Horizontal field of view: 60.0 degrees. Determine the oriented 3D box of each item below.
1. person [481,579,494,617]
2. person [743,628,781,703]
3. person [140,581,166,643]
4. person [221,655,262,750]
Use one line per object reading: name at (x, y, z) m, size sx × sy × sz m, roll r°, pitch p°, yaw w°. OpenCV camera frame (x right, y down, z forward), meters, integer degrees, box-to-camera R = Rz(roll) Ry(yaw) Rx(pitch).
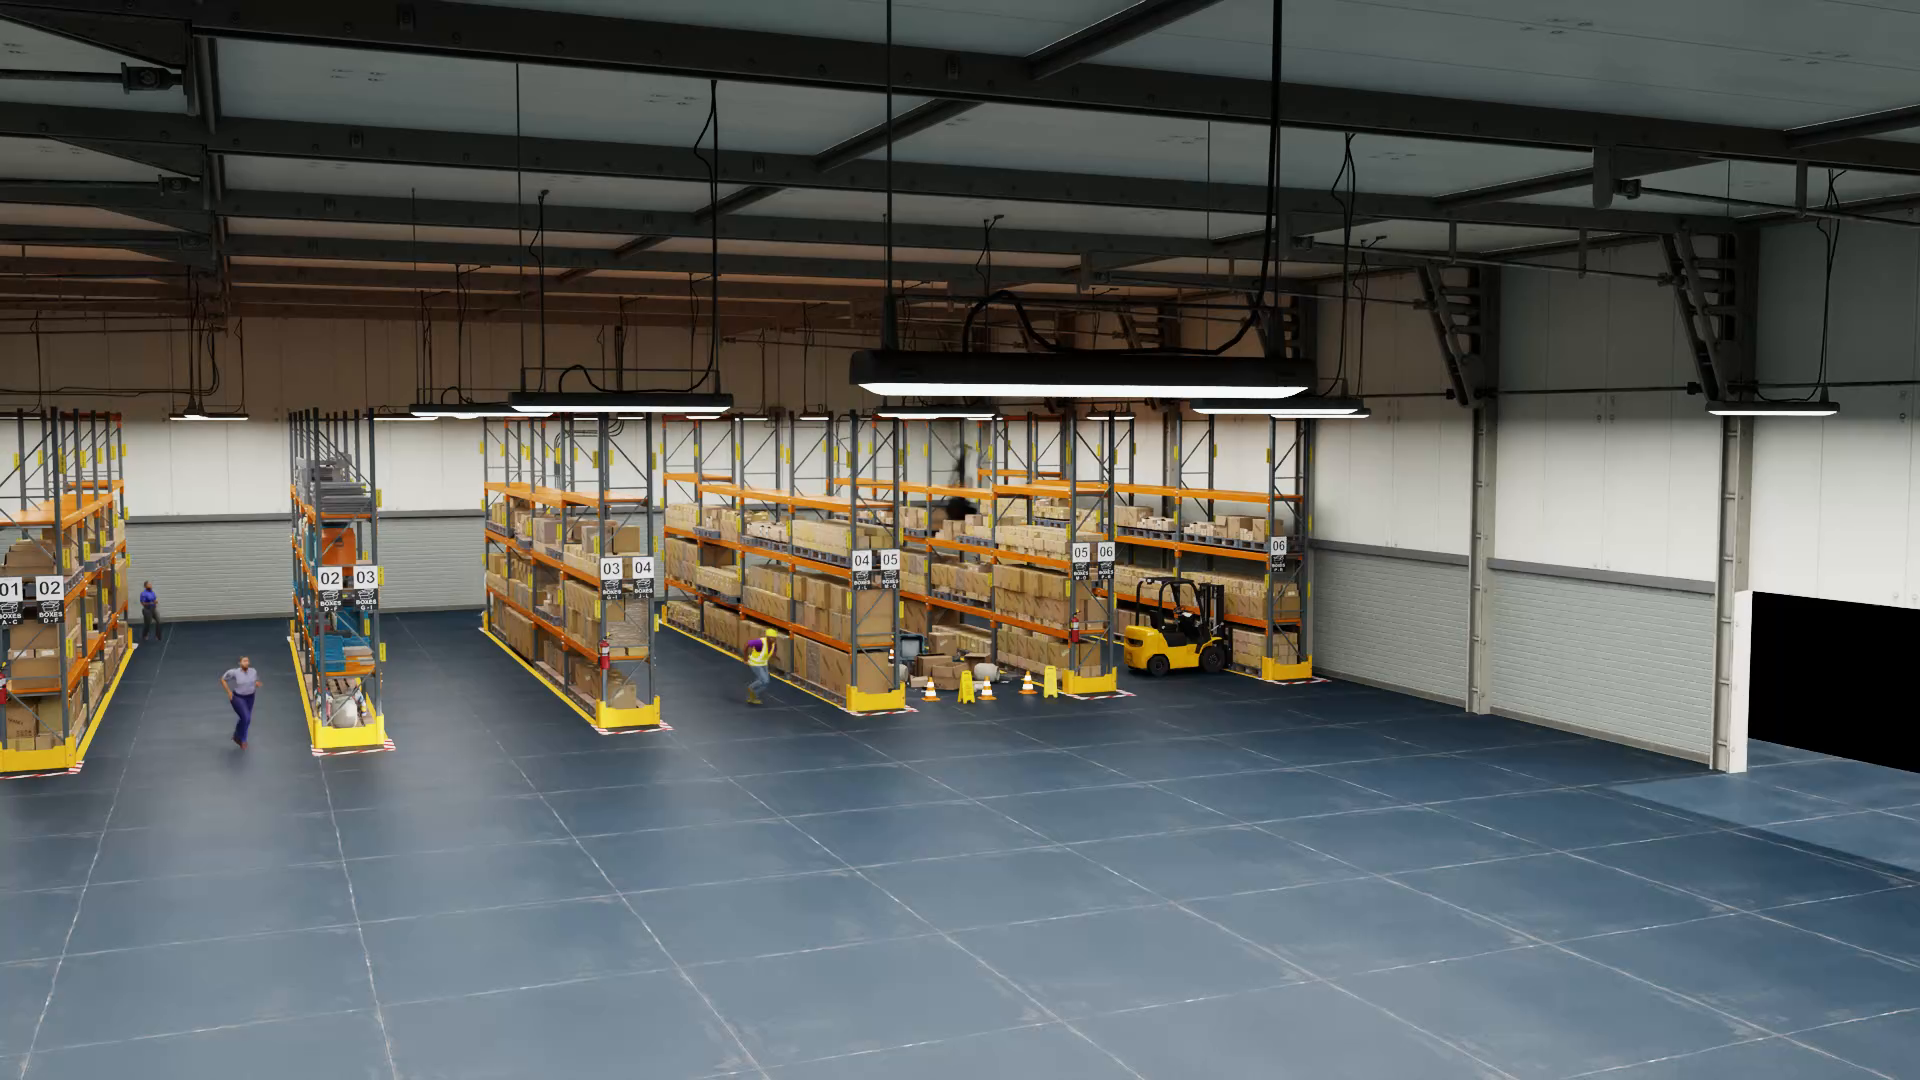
person at (-13.222, 1.571, 47.086) m, size 0.758 × 1.719 × 0.747 m, roll -4°, pitch 6°, yaw -44°
person at (-4.044, 2.567, 33.792) m, size 0.838 × 1.578 × 0.735 m, roll 3°, pitch 5°, yaw 37°
person at (-21.194, 1.946, 43.362) m, size 0.688 × 1.603 × 0.635 m, roll 1°, pitch 4°, yaw 17°
person at (-12.636, 2.875, 29.324) m, size 0.782 × 1.688 × 0.601 m, roll 3°, pitch 5°, yaw 34°
